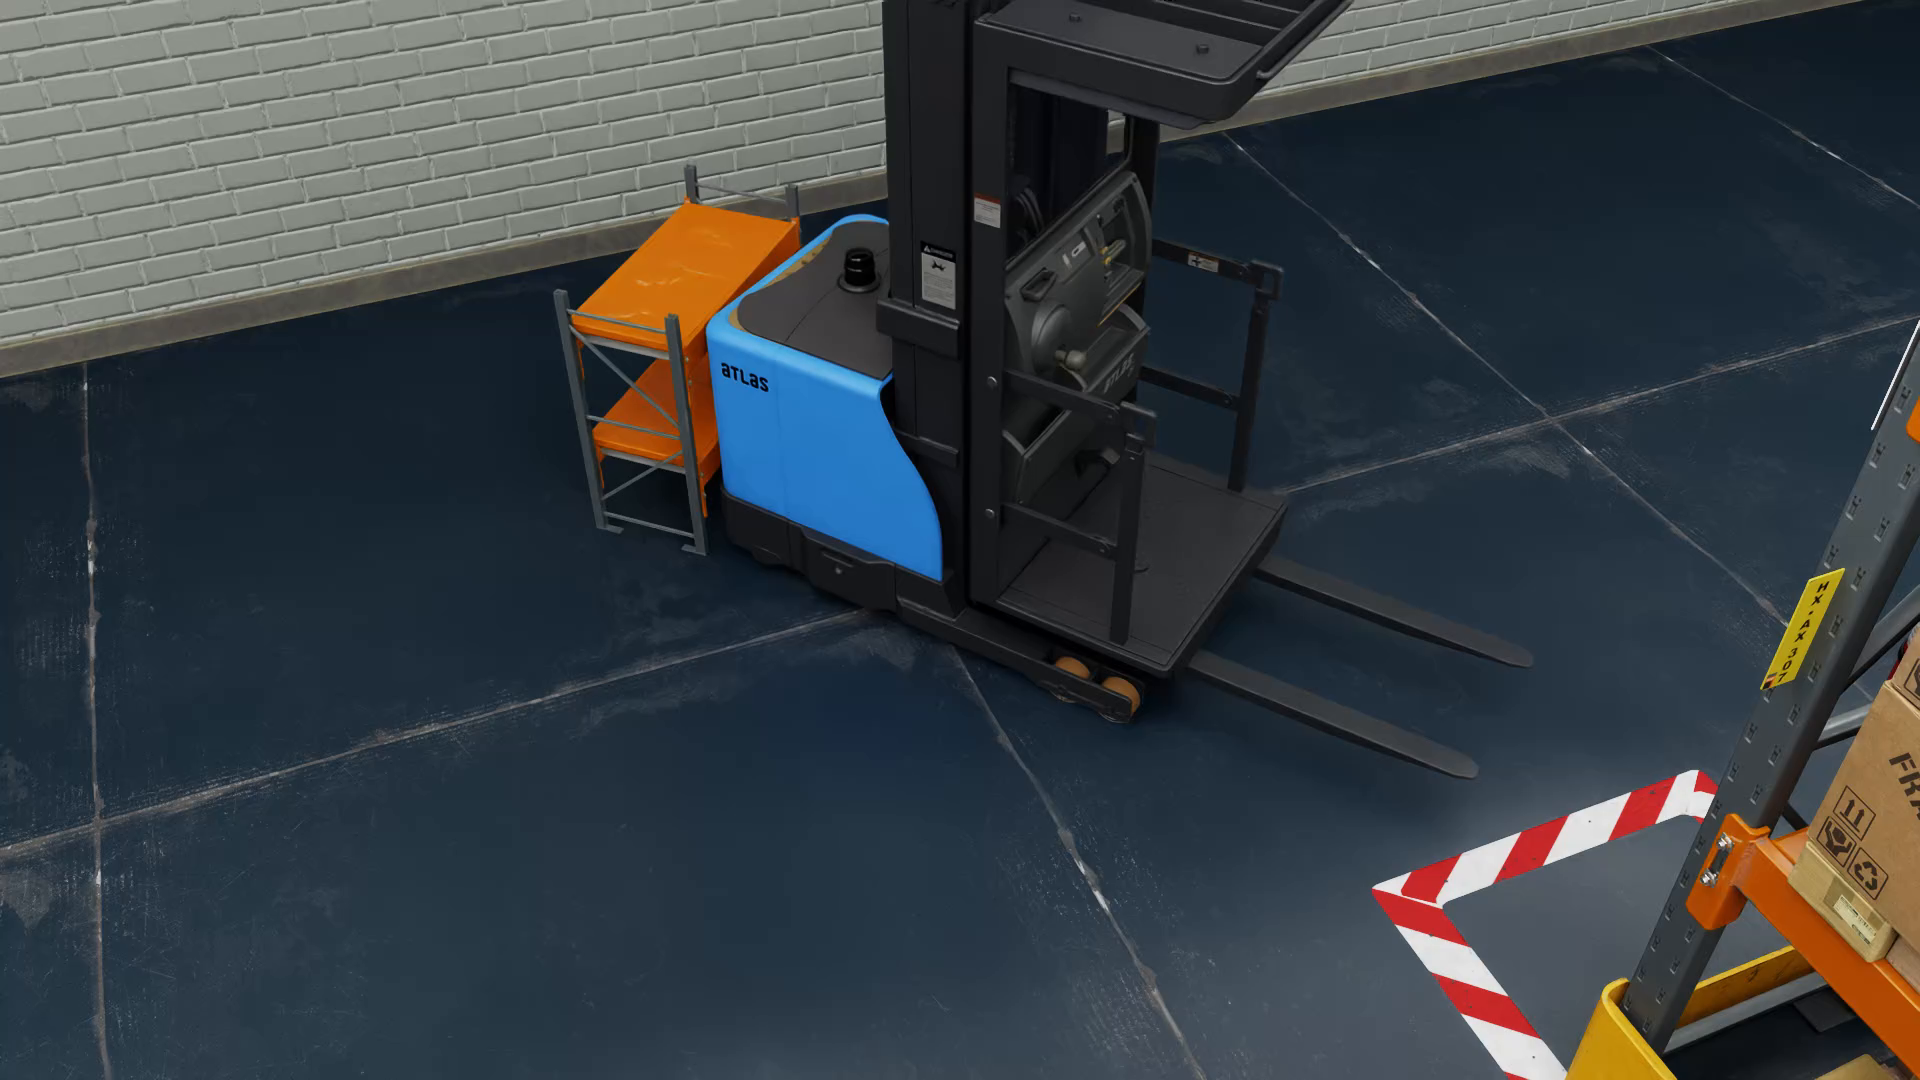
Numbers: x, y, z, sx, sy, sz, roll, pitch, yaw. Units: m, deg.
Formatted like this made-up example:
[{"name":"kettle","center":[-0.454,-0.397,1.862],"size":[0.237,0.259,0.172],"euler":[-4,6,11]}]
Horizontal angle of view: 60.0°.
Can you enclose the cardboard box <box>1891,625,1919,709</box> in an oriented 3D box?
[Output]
[{"name":"cardboard box","center":[2.232,0.194,3.153],"size":[0.500,0.500,0.500],"euler":[-15,43,-17]}]

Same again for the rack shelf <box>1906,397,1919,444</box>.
[{"name":"rack shelf","center":[3.070,0.727,1.855],"size":[1.077,0.370,4.000],"euler":[-15,43,-17]}]

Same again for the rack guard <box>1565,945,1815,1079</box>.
[{"name":"rack guard","center":[2.334,1.380,4.761],"size":[1.175,0.500,0.348],"euler":[-15,43,-17]}]

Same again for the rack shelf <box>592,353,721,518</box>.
[{"name":"rack shelf","center":[-1.070,-0.553,6.906],"size":[0.538,0.278,1.000],"euler":[14,43,15]}]

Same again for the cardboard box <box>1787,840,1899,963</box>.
[{"name":"cardboard box","center":[2.126,0.759,3.760],"size":[0.380,0.149,0.250],"euler":[-15,43,-17]}]

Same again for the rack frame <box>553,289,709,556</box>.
[{"name":"rack frame","center":[-1.249,-0.428,6.385],"size":[0.500,1.125,0.032],"euler":[14,43,15]}]

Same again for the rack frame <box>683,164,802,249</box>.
[{"name":"rack frame","center":[-0.891,-1.049,7.107],"size":[0.500,1.125,0.032],"euler":[14,43,15]}]

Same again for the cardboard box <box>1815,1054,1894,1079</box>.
[{"name":"cardboard box","center":[2.192,1.483,4.133],"size":[0.380,0.149,0.250],"euler":[-17,44,-19]}]

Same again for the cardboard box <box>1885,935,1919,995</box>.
[{"name":"cardboard box","center":[2.262,0.902,3.593],"size":[0.380,0.149,0.250],"euler":[-14,43,-15]}]

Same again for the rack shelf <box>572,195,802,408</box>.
[{"name":"rack shelf","center":[-1.070,-0.960,6.555],"size":[0.538,0.278,1.000],"euler":[14,43,15]}]

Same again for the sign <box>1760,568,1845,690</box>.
[{"name":"sign","center":[1.804,0.194,3.560],"size":[0.100,0.325,0.005],"euler":[-15,43,-17]}]

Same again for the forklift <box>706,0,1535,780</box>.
[{"name":"forklift","center":[0.583,-0.852,5.493],"size":[3.031,2.935,1.130],"euler":[22,45,23]}]

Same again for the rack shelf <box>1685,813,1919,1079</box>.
[{"name":"rack shelf","center":[3.070,1.864,2.833],"size":[1.077,0.370,4.000],"euler":[-15,43,-17]}]

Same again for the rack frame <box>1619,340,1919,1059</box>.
[{"name":"rack frame","center":[2.305,0.387,4.000],"size":[1.000,3.000,0.127],"euler":[-15,43,-17]}]

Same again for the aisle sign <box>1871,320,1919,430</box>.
[{"name":"aisle sign","center":[2.000,-0.568,3.116],"size":[0.394,0.787,0.004],"euler":[-15,43,-17]}]

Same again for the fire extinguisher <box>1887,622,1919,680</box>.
[{"name":"fire extinguisher","center":[2.635,0.291,4.457],"size":[0.296,0.674,0.183],"euler":[-15,43,-17]}]

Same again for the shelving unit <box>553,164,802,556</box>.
[{"name":"shelving unit","center":[-1.070,-0.739,6.746],"size":[0.538,1.125,1.048],"euler":[14,43,15]}]

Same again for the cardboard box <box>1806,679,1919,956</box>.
[{"name":"cardboard box","center":[2.222,0.575,3.475],"size":[0.500,0.500,0.500],"euler":[-13,42,-15]}]
